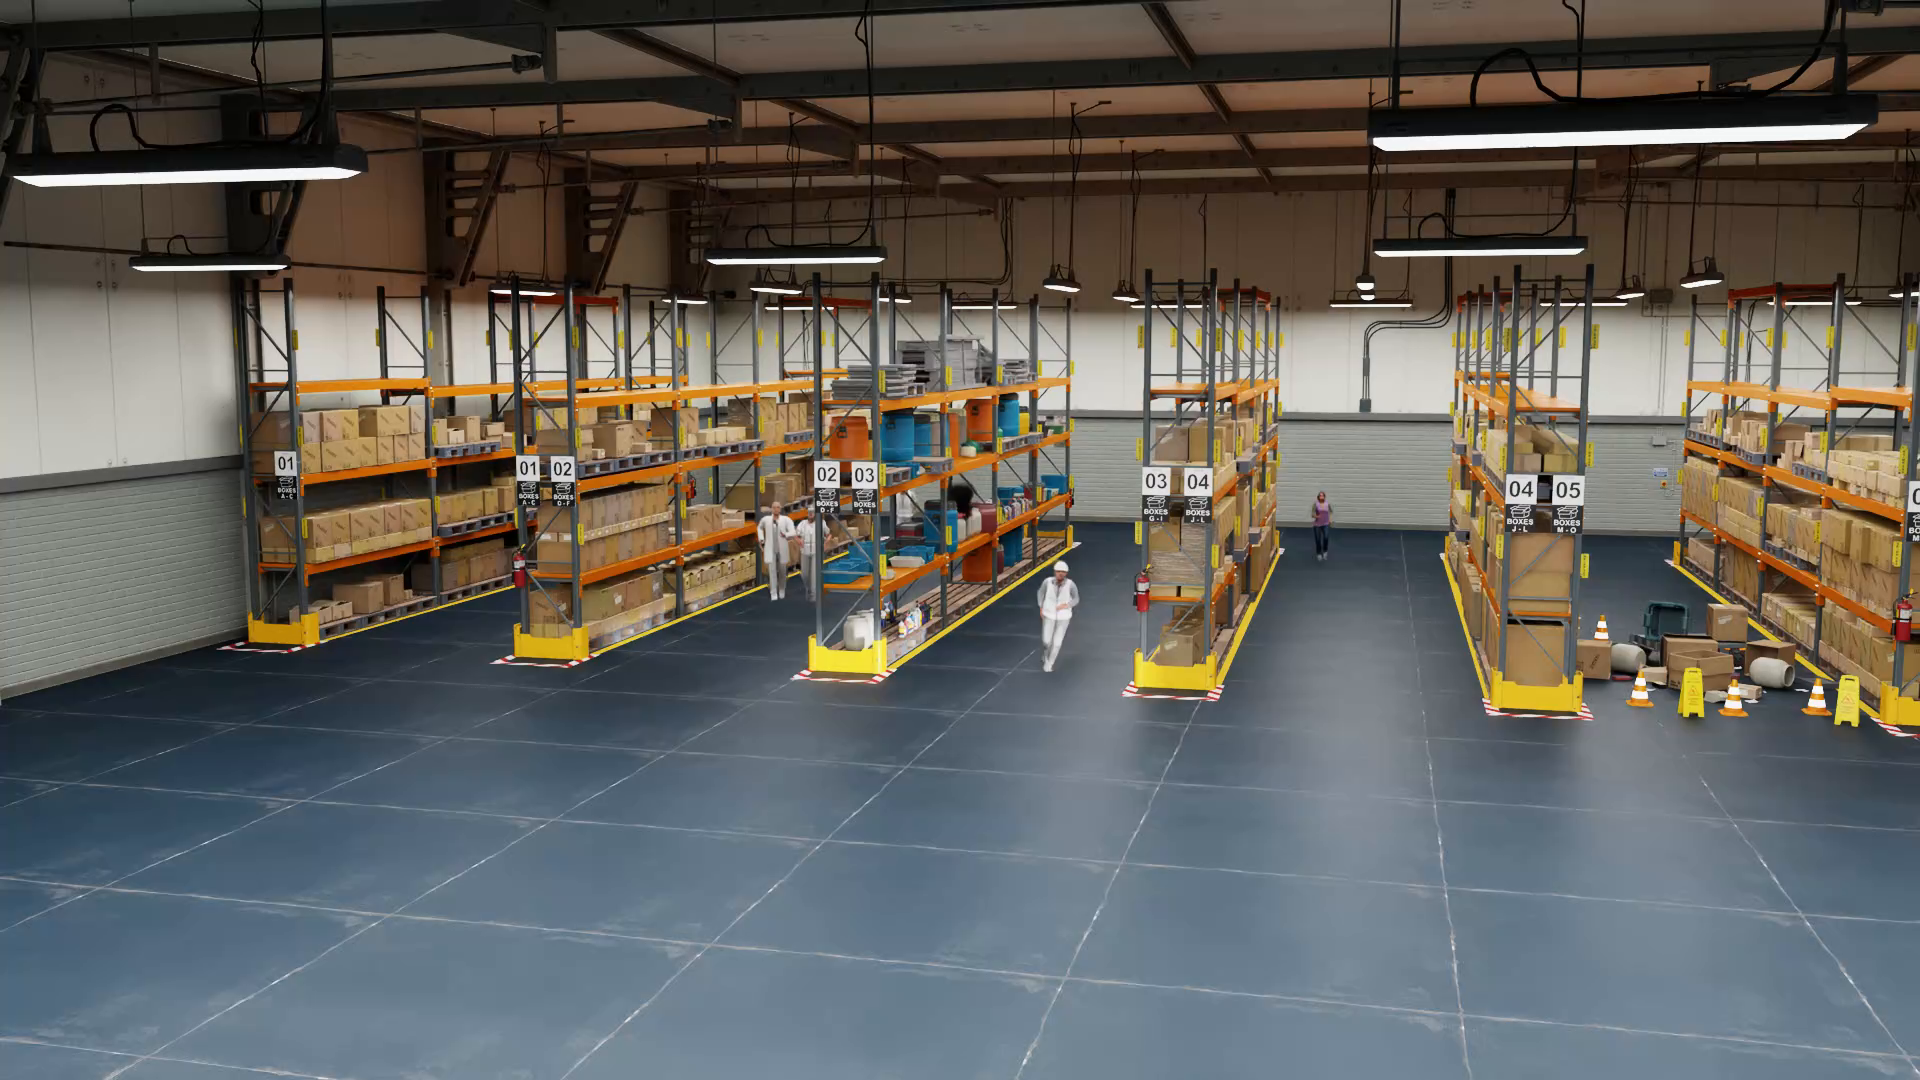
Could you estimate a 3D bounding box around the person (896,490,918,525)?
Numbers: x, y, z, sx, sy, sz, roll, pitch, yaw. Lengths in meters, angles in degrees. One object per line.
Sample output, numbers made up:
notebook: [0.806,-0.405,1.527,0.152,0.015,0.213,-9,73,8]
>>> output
person: [-1.314,-0.553,39.090,0.660,1.773,0.940,0,7,3]

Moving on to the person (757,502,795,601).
person: [-3.343,0.211,30.264,0.714,1.805,0.946,-1,7,-5]

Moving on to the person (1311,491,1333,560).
person: [8.223,-0.319,37.754,0.511,1.570,0.636,1,7,8]

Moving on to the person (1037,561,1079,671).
person: [1.485,1.152,25.212,0.629,1.702,0.619,0,7,2]

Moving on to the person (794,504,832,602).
person: [-2.679,0.240,30.195,0.674,1.786,0.720,0,7,2]
